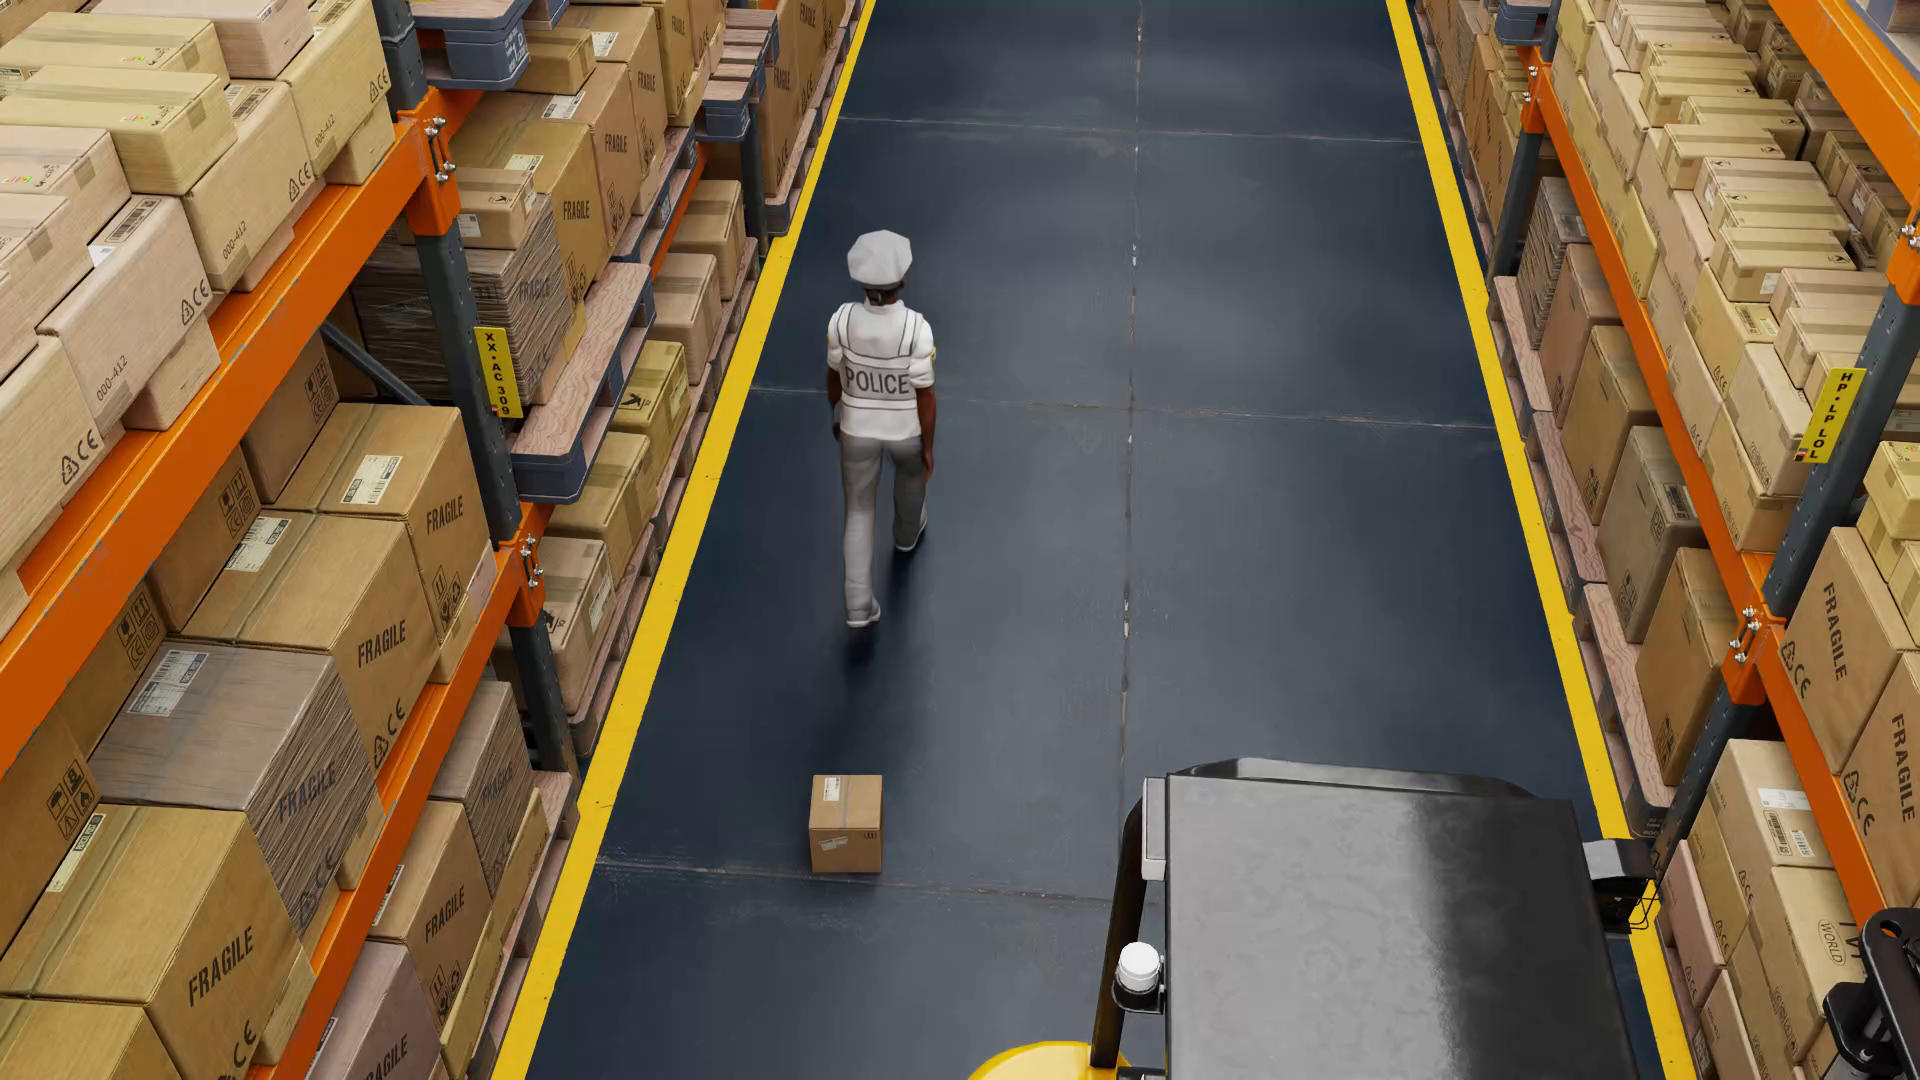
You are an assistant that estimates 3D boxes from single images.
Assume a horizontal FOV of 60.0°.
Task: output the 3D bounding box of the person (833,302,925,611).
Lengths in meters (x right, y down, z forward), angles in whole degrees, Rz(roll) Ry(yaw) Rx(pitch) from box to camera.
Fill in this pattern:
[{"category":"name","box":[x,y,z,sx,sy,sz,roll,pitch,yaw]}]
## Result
[{"category":"person","box":[-0.299,-0.334,6.687,0.386,1.331,0.793,3,40,4]}]
